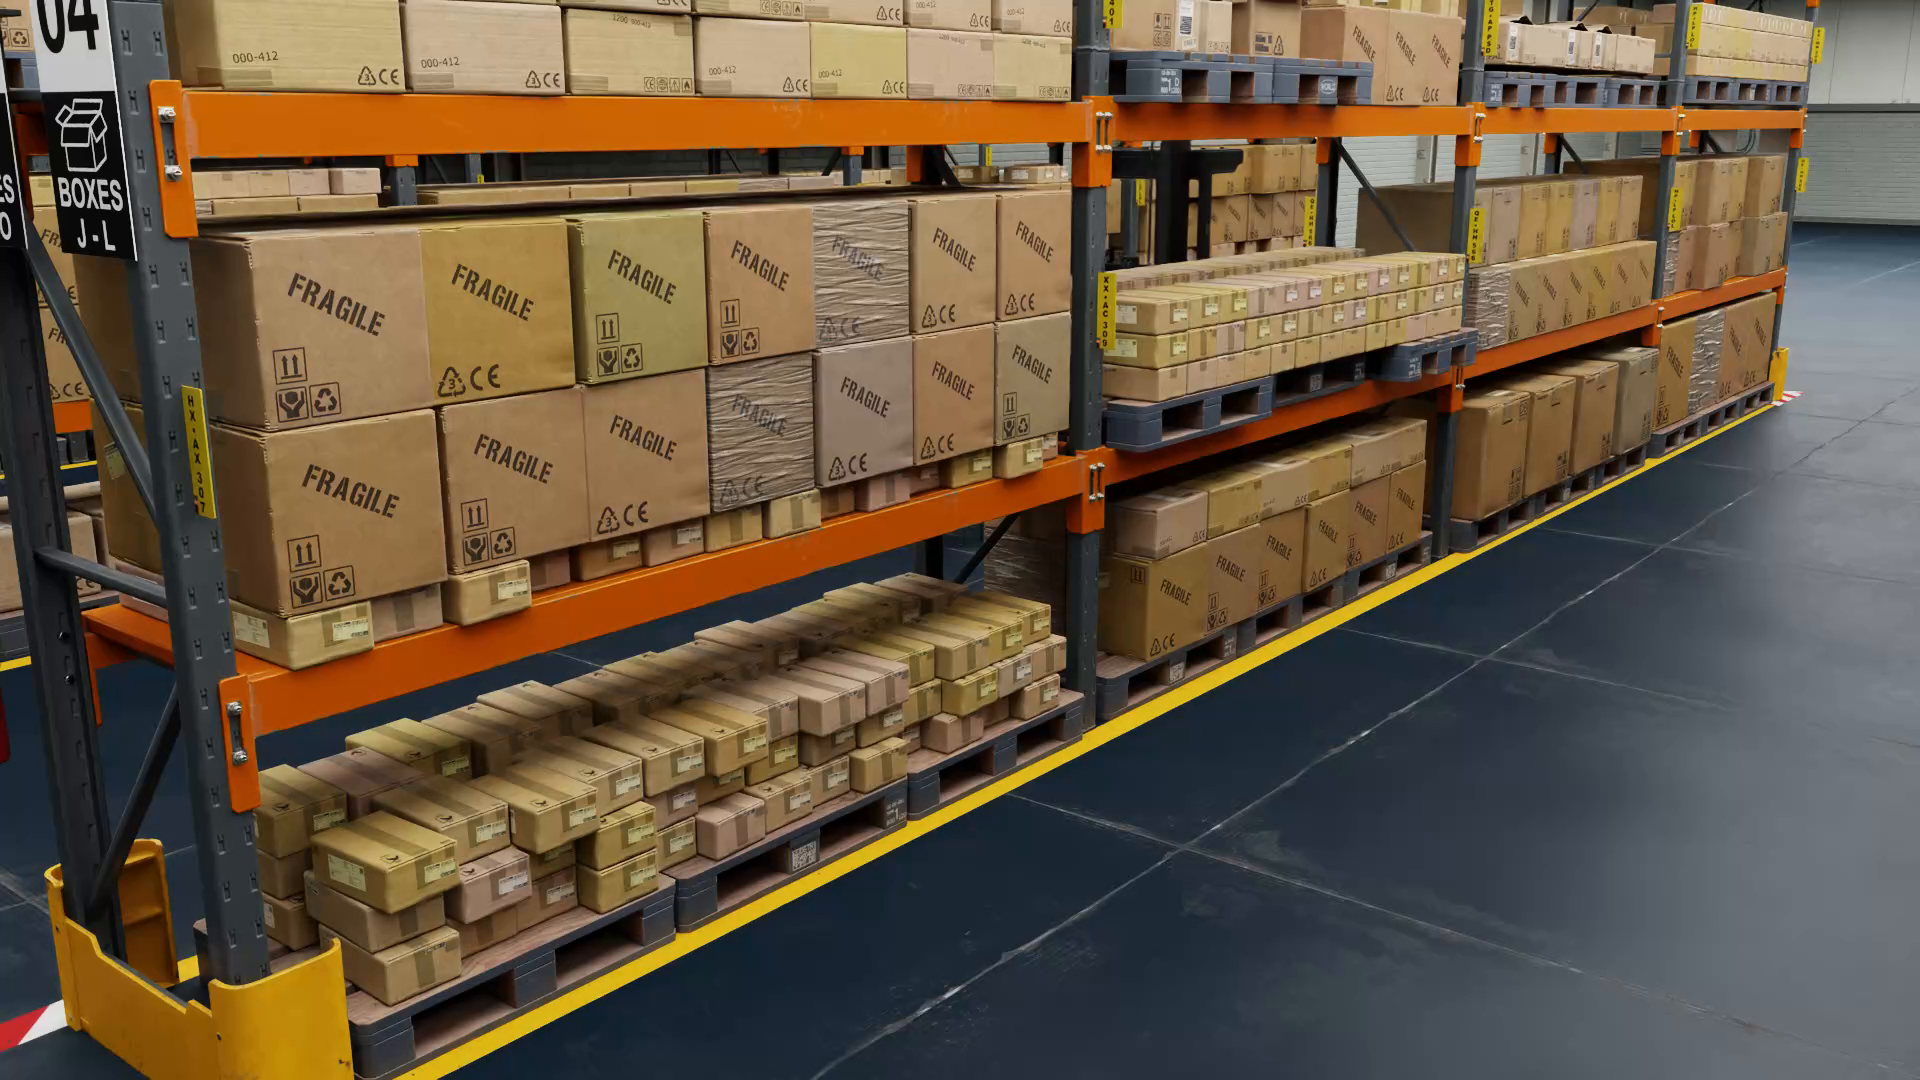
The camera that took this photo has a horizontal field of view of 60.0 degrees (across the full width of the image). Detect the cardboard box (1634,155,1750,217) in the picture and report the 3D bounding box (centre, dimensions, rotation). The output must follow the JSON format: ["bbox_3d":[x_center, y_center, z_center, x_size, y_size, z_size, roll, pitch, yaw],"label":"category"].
[{"bbox_3d":[6.747,-3.271,15.409,0.875,0.550,0.550,11,18,38],"label":"cardboard box"}]

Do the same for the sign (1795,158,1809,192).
[{"bbox_3d":[8.156,-3.535,16.114,0.100,0.325,0.005,11,18,38],"label":"sign"}]

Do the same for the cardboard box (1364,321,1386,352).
[{"bbox_3d":[2.115,-1.134,9.154,0.380,0.149,0.250,10,18,35],"label":"cardboard box"}]

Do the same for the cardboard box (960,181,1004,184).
[{"bbox_3d":[0.161,-3.089,15.529,0.500,0.500,0.500,11,18,37],"label":"cardboard box"}]

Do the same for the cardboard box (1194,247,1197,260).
[{"bbox_3d":[2.349,-3.025,17.450,0.380,0.149,0.250,11,18,37],"label":"cardboard box"}]

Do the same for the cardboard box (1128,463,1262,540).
[{"bbox_3d":[1.203,-0.206,8.543,0.500,0.250,0.500,12,18,39],"label":"cardboard box"}]

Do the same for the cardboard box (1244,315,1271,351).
[{"bbox_3d":[1.292,-1.027,8.128,0.380,0.149,0.250,10,18,35],"label":"cardboard box"}]

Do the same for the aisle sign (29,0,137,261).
[{"bbox_3d":[-2.126,-1.081,4.007,0.394,0.787,0.004,11,18,38],"label":"aisle sign"}]

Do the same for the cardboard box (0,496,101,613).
[{"bbox_3d":[-5.322,0.091,9.022,0.875,0.438,0.875,12,18,39],"label":"cardboard box"}]

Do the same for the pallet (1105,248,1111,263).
[{"bbox_3d":[0.721,-2.710,16.087,1.003,0.211,1.213,11,18,38],"label":"pallet"}]

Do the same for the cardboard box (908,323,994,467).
[{"bbox_3d":[-0.211,-0.605,6.604,0.500,0.500,0.500,11,18,36],"label":"cardboard box"}]

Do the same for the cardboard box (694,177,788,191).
[{"bbox_3d":[-1.637,-2.455,12.459,0.500,0.500,0.500,12,18,39],"label":"cardboard box"}]

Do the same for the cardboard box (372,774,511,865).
[{"bbox_3d":[-1.641,0.889,5.260,0.380,0.149,0.250,12,18,39],"label":"cardboard box"}]

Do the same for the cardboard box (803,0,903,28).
[{"bbox_3d":[-0.552,-1.945,5.884,0.500,0.250,0.500,12,19,40],"label":"cardboard box"}]

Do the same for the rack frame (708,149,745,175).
[{"bbox_3d":[-2.549,-3.694,19.572,1.000,3.000,0.127,11,18,38],"label":"rack frame"}]

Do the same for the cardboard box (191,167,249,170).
[{"bbox_3d":[-4.390,-2.115,9.803,0.380,0.149,0.250,11,18,37],"label":"cardboard box"}]

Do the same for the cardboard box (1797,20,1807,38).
[{"bbox_3d":[7.636,-4.752,15.478,0.380,0.149,0.250,11,18,38],"label":"cardboard box"}]

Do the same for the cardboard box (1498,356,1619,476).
[{"bbox_3d":[4.299,-0.976,12.589,1.050,0.750,0.750,11,18,38],"label":"cardboard box"}]

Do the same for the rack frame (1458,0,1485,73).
[{"bbox_3d":[2.714,-4.321,9.857,1.000,3.000,0.127,11,18,38],"label":"rack frame"}]

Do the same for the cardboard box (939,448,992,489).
[{"bbox_3d":[-0.089,-0.327,6.828,0.380,0.149,0.250,12,19,40],"label":"cardboard box"}]

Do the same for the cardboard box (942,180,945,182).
[{"bbox_3d":[-0.383,-4.619,21.694,0.380,0.149,0.250,12,18,39],"label":"cardboard box"}]

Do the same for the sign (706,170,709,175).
[{"bbox_3d":[-2.981,-4.237,19.792,0.100,0.325,0.005,11,18,38],"label":"sign"}]

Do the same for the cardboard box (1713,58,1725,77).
[{"bbox_3d":[6.041,-3.878,13.660,0.380,0.149,0.250,11,18,37],"label":"cardboard box"}]

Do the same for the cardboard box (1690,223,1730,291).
[{"bbox_3d":[6.210,-2.519,14.642,0.875,0.550,0.550,11,18,38],"label":"cardboard box"}]

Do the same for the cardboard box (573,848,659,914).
[{"bbox_3d":[-1.238,1.102,5.629,0.380,0.149,0.250,12,18,38],"label":"cardboard box"}]

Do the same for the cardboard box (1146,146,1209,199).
[{"bbox_3d":[2.098,-3.749,16.950,0.700,0.500,0.500,11,18,38],"label":"cardboard box"}]

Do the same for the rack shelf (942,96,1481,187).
[{"bbox_3d":[1.457,-2.136,8.808,1.077,0.370,4.000,11,18,38],"label":"rack shelf"}]

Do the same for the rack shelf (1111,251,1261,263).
[{"bbox_3d":[2.572,-2.961,18.147,1.077,0.370,4.000,11,18,38],"label":"rack shelf"}]

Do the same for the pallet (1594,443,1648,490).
[{"bbox_3d":[4.802,-0.669,13.327,1.003,0.211,1.213,11,18,38],"label":"pallet"}]

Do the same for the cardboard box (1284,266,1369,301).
[{"bbox_3d":[1.948,-1.372,8.880,0.380,0.149,0.250,12,19,40],"label":"cardboard box"}]

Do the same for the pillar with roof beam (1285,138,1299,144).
[{"bbox_3d":[9.717,-9.006,28.296,9.100,9.000,0.400,11,18,38],"label":"pillar with roof beam"}]

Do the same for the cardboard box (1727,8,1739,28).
[{"bbox_3d":[6.200,-4.314,13.753,0.380,0.149,0.250,11,18,37],"label":"cardboard box"}]

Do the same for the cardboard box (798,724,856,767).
[{"bbox_3d":[-0.629,0.736,6.465,0.380,0.149,0.250,10,17,35],"label":"cardboard box"}]

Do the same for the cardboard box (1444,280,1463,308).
[{"bbox_3d":[2.758,-1.475,9.889,0.380,0.149,0.250,12,18,39],"label":"cardboard box"}]

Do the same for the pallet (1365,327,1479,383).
[{"bbox_3d":[2.349,-1.168,10.018,1.213,0.211,1.003,11,18,38],"label":"pallet"}]

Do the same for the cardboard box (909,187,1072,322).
[{"bbox_3d":[0.115,-1.193,6.889,0.500,0.500,0.500,10,18,36],"label":"cardboard box"}]

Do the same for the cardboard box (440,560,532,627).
[{"bbox_3d":[-1.517,0.130,5.028,0.380,0.149,0.250,11,18,36],"label":"cardboard box"}]

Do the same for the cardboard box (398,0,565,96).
[{"bbox_3d":[-1.499,-1.409,4.791,0.500,0.250,0.500,12,19,39],"label":"cardboard box"}]

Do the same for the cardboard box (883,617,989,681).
[{"bbox_3d":[-0.102,0.454,6.971,0.380,0.149,0.250,11,18,37],"label":"cardboard box"}]

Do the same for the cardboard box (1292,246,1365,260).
[{"bbox_3d":[2.270,-1.725,10.268,0.380,0.149,0.250,11,18,38],"label":"cardboard box"}]

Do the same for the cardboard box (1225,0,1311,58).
[{"bbox_3d":[1.273,-2.631,8.231,0.797,0.503,0.637,11,18,37],"label":"cardboard box"}]

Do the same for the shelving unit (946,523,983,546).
[{"bbox_3d":[-0.005,-0.435,11.006,0.258,0.900,0.210,11,18,38],"label":"shelving unit"}]

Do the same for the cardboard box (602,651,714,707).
[{"bbox_3d":[-1.180,0.571,6.511,0.380,0.149,0.250,11,18,38],"label":"cardboard box"}]

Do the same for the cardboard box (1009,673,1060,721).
[{"bbox_3d":[0.219,0.658,7.377,0.380,0.149,0.250,12,18,38],"label":"cardboard box"}]

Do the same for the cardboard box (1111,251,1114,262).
[{"bbox_3d":[1.431,-2.962,17.202,0.380,0.149,0.250,12,18,39],"label":"cardboard box"}]

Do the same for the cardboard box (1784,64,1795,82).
[{"bbox_3d":[7.477,-4.316,15.384,0.380,0.149,0.250,12,18,38],"label":"cardboard box"}]

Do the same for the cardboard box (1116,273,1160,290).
[{"bbox_3d":[0.798,-1.276,8.503,0.380,0.149,0.250,11,18,37],"label":"cardboard box"}]

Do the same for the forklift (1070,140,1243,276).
[{"bbox_3d":[1.560,-2.070,13.319,1.130,2.935,3.031,8,16,30],"label":"forklift"}]

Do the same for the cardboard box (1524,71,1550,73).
[{"bbox_3d":[4.145,-3.536,12.311,0.380,0.149,0.250,11,18,38],"label":"cardboard box"}]

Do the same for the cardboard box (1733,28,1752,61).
[{"bbox_3d":[6.386,-4.201,14.120,0.500,0.250,0.500,11,18,37],"label":"cardboard box"}]

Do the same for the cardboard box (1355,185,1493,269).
[{"bbox_3d":[3.004,-2.031,10.793,0.700,0.500,0.500,11,18,37],"label":"cardboard box"}]

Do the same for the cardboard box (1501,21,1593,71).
[{"bbox_3d":[3.978,-3.375,11.350,0.500,0.311,0.500,11,18,37],"label":"cardboard box"}]
